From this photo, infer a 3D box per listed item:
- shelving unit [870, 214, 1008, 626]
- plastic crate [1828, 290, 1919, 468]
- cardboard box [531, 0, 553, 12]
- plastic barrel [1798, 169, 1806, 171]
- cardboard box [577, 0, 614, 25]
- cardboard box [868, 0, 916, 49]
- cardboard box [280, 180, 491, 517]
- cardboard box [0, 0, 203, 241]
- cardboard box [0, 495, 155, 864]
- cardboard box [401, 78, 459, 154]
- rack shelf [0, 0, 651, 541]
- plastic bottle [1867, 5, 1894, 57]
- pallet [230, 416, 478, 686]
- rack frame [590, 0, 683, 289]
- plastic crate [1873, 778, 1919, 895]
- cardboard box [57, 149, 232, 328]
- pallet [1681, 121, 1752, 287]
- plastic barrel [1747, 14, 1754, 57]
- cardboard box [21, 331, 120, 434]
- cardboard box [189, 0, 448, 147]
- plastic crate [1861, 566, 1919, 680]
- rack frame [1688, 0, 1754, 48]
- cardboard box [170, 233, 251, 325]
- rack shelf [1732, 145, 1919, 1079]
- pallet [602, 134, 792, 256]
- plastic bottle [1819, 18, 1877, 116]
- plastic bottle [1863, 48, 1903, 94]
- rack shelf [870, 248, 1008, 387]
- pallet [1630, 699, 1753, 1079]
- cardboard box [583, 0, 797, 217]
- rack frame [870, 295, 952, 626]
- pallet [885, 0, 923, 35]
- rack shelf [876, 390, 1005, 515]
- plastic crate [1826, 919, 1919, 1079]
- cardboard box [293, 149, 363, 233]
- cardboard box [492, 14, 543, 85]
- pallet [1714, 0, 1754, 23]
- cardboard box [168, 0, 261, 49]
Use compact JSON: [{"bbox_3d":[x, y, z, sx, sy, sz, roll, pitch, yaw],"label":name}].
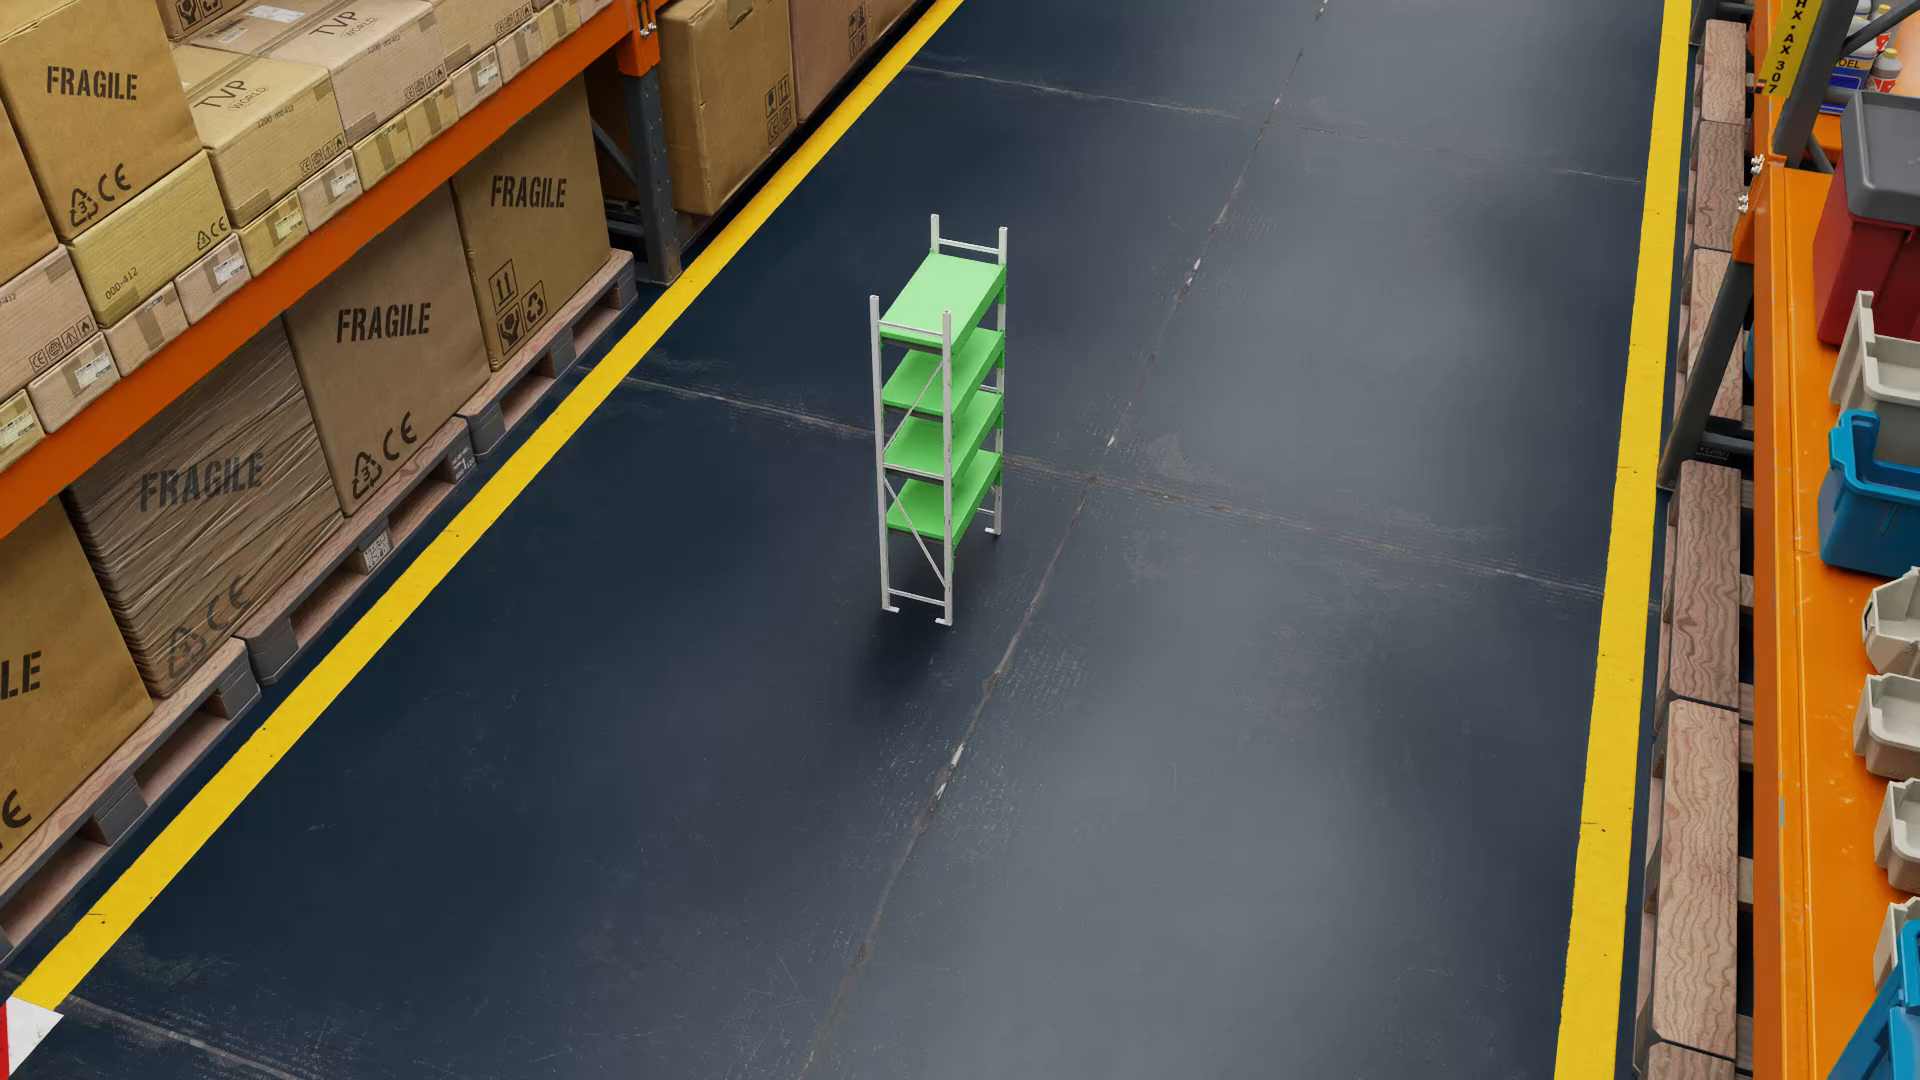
[{"bbox_3d":[-0.057,-0.355,5.242,0.258,1.200,0.503,13,42,15],"label":"shelving unit"},{"bbox_3d":[2.288,-0.334,3.876,0.437,0.282,0.530,13,42,15],"label":"plastic crate"},{"bbox_3d":[-1.575,-2.075,5.757,0.500,0.250,0.500,13,42,14],"label":"cardboard box"},{"bbox_3d":[3.428,-1.368,6.336,0.600,0.901,0.708,13,42,15],"label":"plastic barrel"},{"bbox_3d":[-1.467,-1.992,5.967,0.380,0.149,0.250,14,42,15],"label":"cardboard box"},{"bbox_3d":[-0.870,-3.179,8.479,1.225,0.875,0.875,13,42,15],"label":"cardboard box"},{"bbox_3d":[-2.279,-0.764,5.648,0.875,0.875,0.875,13,42,15],"label":"cardboard box"},{"bbox_3d":[-2.278,-1.103,4.040,0.500,0.500,0.500,12,42,14],"label":"cardboard box"},{"bbox_3d":[-2.895,0.334,4.361,0.875,0.875,0.875,13,42,15],"label":"cardboard box"},{"bbox_3d":[-1.819,-1.364,5.231,0.380,0.149,0.250,14,42,16],"label":"cardboard box"},{"bbox_3d":[-2.355,-0.853,4.993,1.077,0.370,4.000,13,42,15],"label":"rack shelf"},{"bbox_3d":[3.063,-1.690,5.573,0.097,0.201,0.097,0,40,0],"label":"plastic bottle"},{"bbox_3d":[-2.420,-0.092,5.696,1.003,0.211,1.213,13,42,15],"label":"pallet"},{"bbox_3d":[-1.671,-2.346,6.189,1.000,3.000,0.127,13,42,15],"label":"rack frame"},{"bbox_3d":[1.837,0.559,2.940,0.396,0.136,0.243,13,42,15],"label":"plastic crate"},{"bbox_3d":[-2.274,-0.820,4.286,0.500,0.250,0.500,12,42,14],"label":"cardboard box"},{"bbox_3d":[3.702,-1.394,7.221,1.003,0.211,1.213,13,42,15],"label":"pallet"},{"bbox_3d":[4.200,-2.719,7.974,0.600,0.830,0.708,13,42,15],"label":"plastic barrel"},{"bbox_3d":[-2.345,-0.427,4.132,0.380,0.149,0.250,13,42,14],"label":"cardboard box"},{"bbox_3d":[-1.924,-1.447,5.022,0.500,0.250,0.500,14,42,16],"label":"cardboard box"},{"bbox_3d":[1.993,0.199,3.362,0.298,0.136,0.250,13,42,15],"label":"plastic crate"},{"bbox_3d":[4.352,-3.687,7.760,1.000,3.000,0.127,13,42,15],"label":"rack frame"},{"bbox_3d":[-2.170,-0.739,4.499,0.380,0.149,0.250,13,42,15],"label":"cardboard box"},{"bbox_3d":[2.300,0.247,3.704,1.077,0.370,4.000,13,42,15],"label":"rack shelf"},{"bbox_3d":[-1.478,-1.773,7.665,1.003,0.211,1.213,13,42,15],"label":"pallet"},{"bbox_3d":[2.815,-1.512,5.306,0.152,0.276,0.135,13,42,15],"label":"plastic bottle"},{"bbox_3d":[2.938,-1.467,5.312,0.097,0.201,0.097,0,40,0],"label":"plastic bottle"},{"bbox_3d":[-0.057,-0.672,4.972,0.258,0.148,0.480,13,42,15],"label":"rack shelf"},{"bbox_3d":[2.353,1.018,4.395,1.003,0.211,1.213,13,42,15],"label":"pallet"},{"bbox_3d":[-1.471,-2.092,7.205,1.225,0.875,0.875,13,42,15],"label":"cardboard box"},{"bbox_3d":[-0.140,-0.207,5.068,0.240,1.200,0.015,13,42,15],"label":"rack frame"},{"bbox_3d":[-0.643,-3.261,9.409,1.003,0.211,1.213,13,42,15],"label":"pallet"},{"bbox_3d":[-0.057,-0.307,5.284,0.258,0.148,0.480,13,42,15],"label":"rack shelf"},{"bbox_3d":[1.555,0.911,2.298,0.616,0.435,0.499,13,42,15],"label":"plastic crate"},{"bbox_3d":[-1.994,-1.053,4.867,0.380,0.149,0.250,14,42,16],"label":"cardboard box"},{"bbox_3d":[-1.643,-1.678,5.600,0.380,0.149,0.250,13,42,14],"label":"cardboard box"},{"bbox_3d":[4.653,-3.090,9.209,1.003,0.211,1.213,13,42,15],"label":"pallet"},{"bbox_3d":[-2.424,-1.554,5.147,0.500,0.250,0.500,14,43,16],"label":"cardboard box"}]
